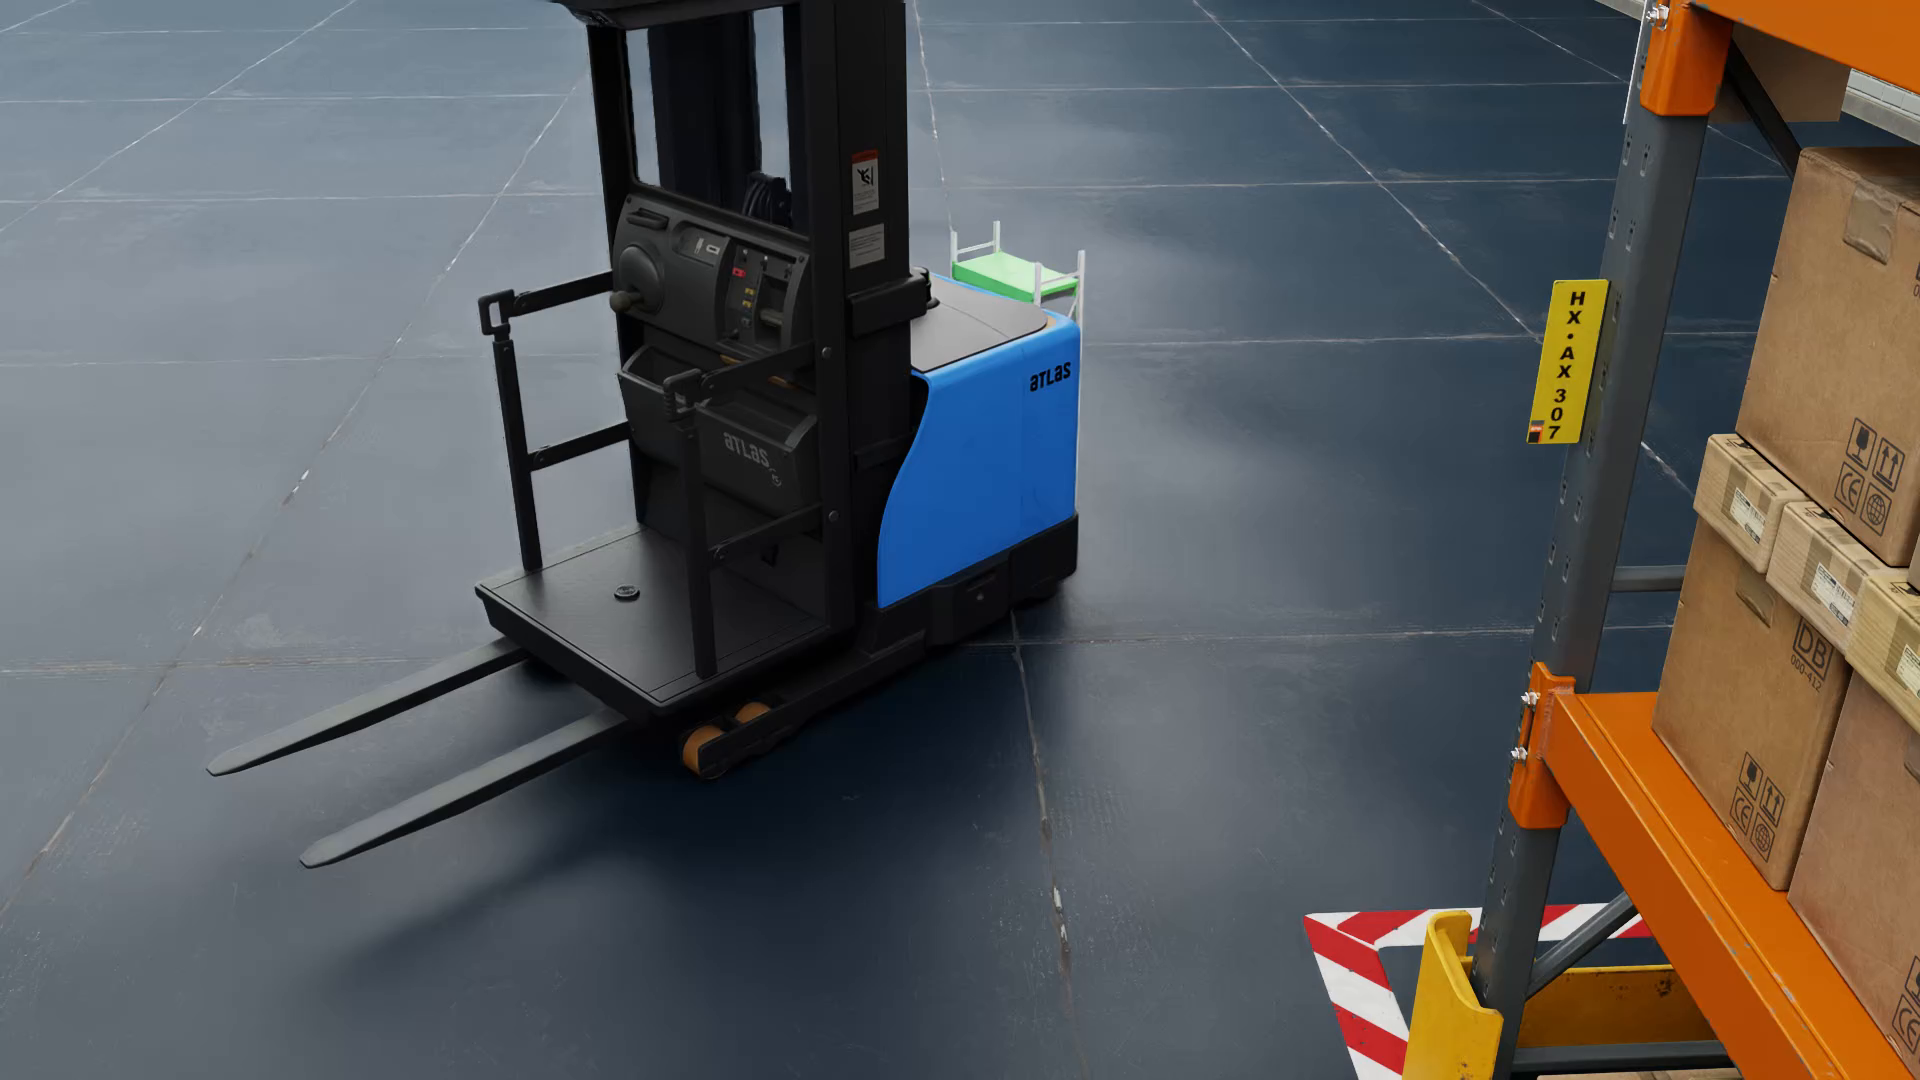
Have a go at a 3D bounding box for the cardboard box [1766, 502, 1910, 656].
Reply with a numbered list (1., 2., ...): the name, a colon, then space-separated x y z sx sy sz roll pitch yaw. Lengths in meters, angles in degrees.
1. cardboard box: 1.514 0.054 2.594 0.380 0.149 0.250 -2 28 -4

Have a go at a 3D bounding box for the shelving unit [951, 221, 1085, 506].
1. shelving unit: 0.216 -0.605 6.612 0.258 1.200 0.503 -21 34 -34

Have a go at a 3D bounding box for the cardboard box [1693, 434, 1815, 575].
1. cardboard box: 1.498 -0.068 2.827 0.380 0.149 0.250 -2 28 -3

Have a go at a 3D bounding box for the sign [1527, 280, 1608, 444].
1. sign: 1.138 -0.331 3.119 0.100 0.325 0.005 -1 28 -3

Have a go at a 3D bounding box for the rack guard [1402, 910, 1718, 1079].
1. rack guard: 1.691 1.175 3.957 1.175 0.500 0.348 -1 28 -3

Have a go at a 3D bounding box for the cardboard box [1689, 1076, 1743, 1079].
1. cardboard box: 1.526 1.262 2.795 0.500 0.500 0.500 -1 28 -3

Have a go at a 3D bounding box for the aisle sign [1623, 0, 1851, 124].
1. aisle sign: 1.383 -1.098 2.801 0.394 0.787 0.004 -1 28 -3

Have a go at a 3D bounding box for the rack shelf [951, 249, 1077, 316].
1. rack shelf: 0.216 -0.974 6.419 0.258 0.148 0.480 -21 34 -34

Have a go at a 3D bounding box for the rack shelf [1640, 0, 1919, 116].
1. rack shelf: 1.797 -0.010 1.060 1.077 0.370 4.000 -1 28 -3

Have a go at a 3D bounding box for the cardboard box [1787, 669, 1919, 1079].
1. cardboard box: 1.736 0.491 2.456 0.700 0.500 0.500 -1 28 -1

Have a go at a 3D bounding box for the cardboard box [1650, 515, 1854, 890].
1. cardboard box: 1.704 0.249 2.921 0.700 0.500 0.500 -1 28 -3

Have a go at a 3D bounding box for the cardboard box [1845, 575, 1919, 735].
1. cardboard box: 1.526 0.169 2.373 0.380 0.149 0.250 -1 28 -2

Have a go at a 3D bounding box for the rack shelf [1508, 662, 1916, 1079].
1. rack shelf: 1.797 1.320 1.753 1.077 0.370 4.000 -1 28 -3

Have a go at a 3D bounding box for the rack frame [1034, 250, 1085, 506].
1. rack frame: 0.371 -0.518 6.445 0.240 1.200 0.015 -21 34 -34

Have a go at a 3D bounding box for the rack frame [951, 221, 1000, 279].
1. rack frame: 0.060 -0.692 6.779 0.240 1.200 0.015 -21 34 -34

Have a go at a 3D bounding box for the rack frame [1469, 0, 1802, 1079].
1. rack frame: 1.696 0.077 3.358 0.949 2.616 0.053 -1 28 -3

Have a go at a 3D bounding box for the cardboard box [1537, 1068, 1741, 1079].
1. cardboard box: 1.498 1.363 3.411 0.500 0.250 0.500 -1 28 -3

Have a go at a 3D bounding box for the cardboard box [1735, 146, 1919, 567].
1. cardboard box: 1.707 -0.302 2.574 0.700 0.500 0.500 -1 28 -2

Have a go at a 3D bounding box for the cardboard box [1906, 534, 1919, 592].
1. cardboard box: 1.740 -0.059 2.109 0.700 0.500 0.500 -2 28 -4

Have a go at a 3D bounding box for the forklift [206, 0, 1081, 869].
1. forklift: -0.949 -0.809 5.132 1.130 2.935 3.031 25 36 39
